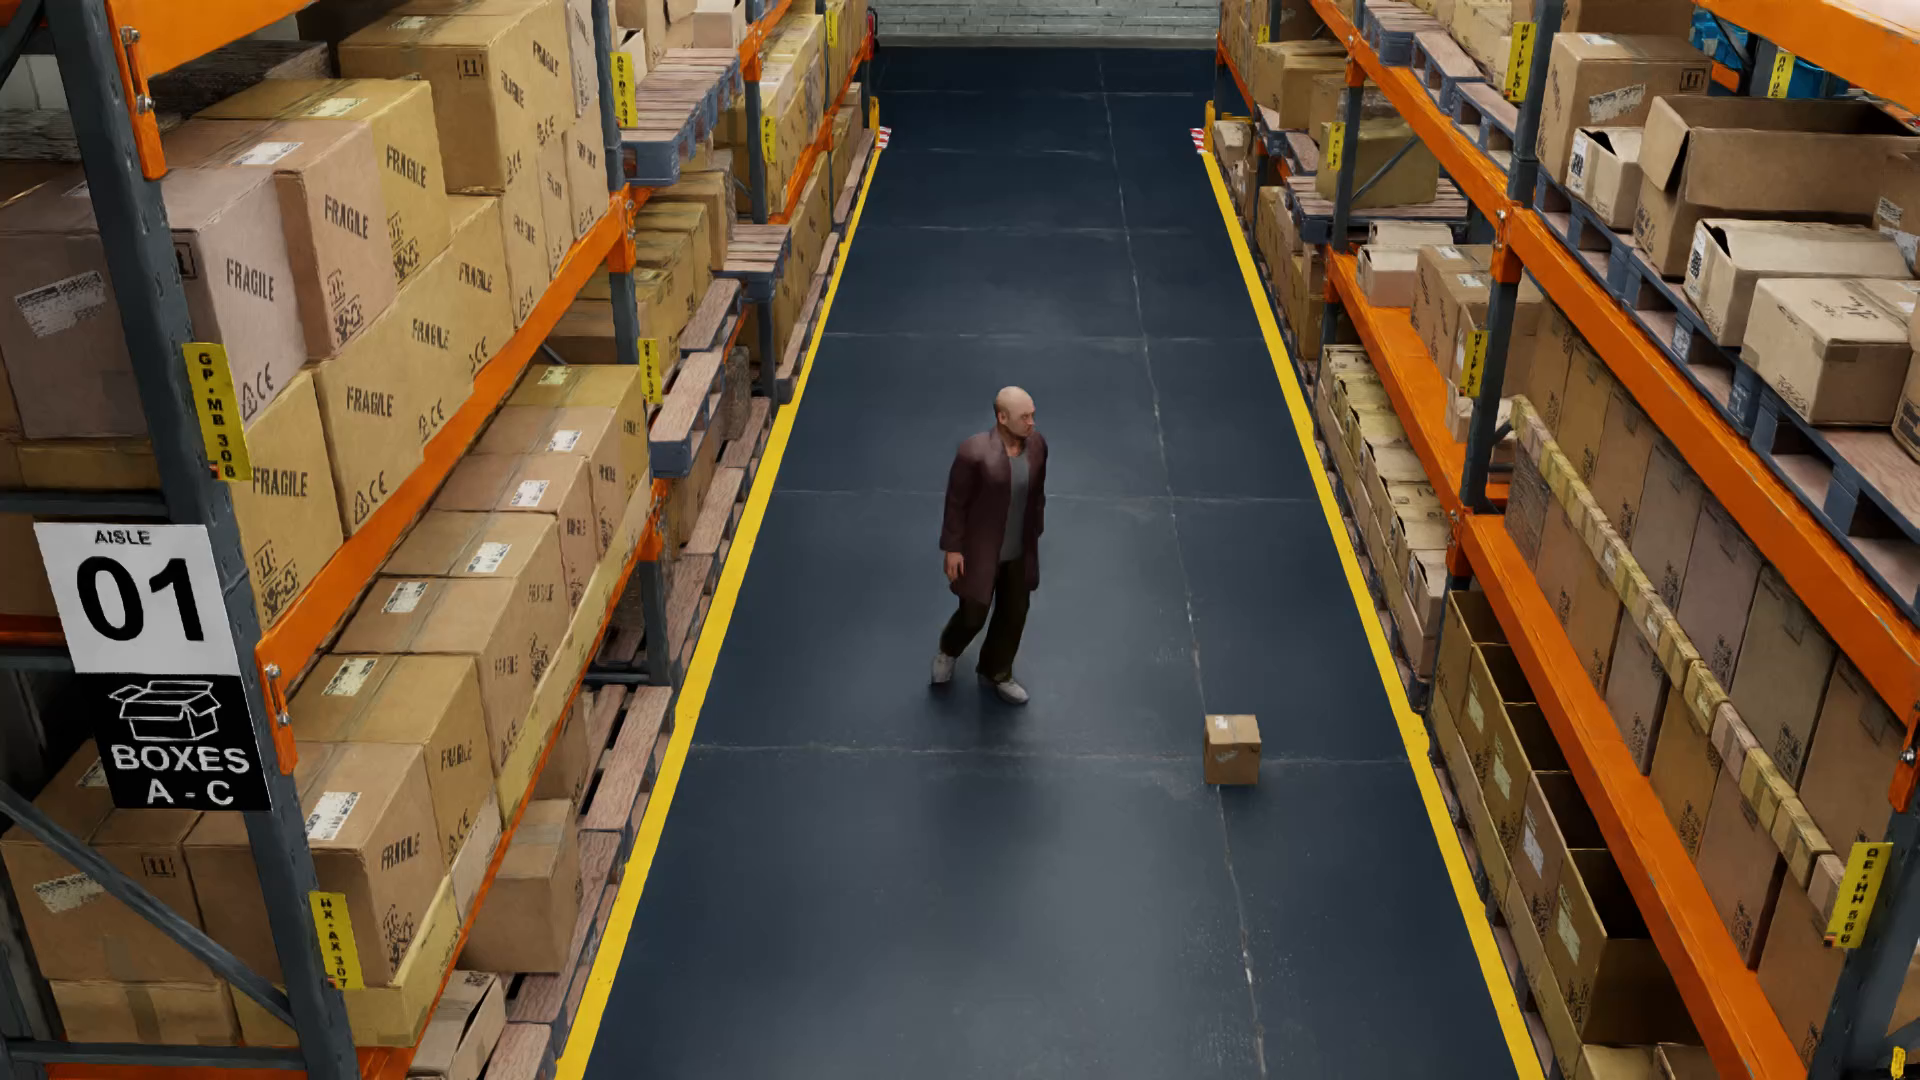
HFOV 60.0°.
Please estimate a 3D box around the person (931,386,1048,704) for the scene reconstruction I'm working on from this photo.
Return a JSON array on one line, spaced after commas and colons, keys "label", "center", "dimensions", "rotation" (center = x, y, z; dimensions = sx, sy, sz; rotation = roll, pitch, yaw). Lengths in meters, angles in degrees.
[{"label": "person", "center": [0.148, -0.002, 8.639], "dimensions": [0.621, 1.770, 0.599], "rotation": [-15, 31, -27]}]
